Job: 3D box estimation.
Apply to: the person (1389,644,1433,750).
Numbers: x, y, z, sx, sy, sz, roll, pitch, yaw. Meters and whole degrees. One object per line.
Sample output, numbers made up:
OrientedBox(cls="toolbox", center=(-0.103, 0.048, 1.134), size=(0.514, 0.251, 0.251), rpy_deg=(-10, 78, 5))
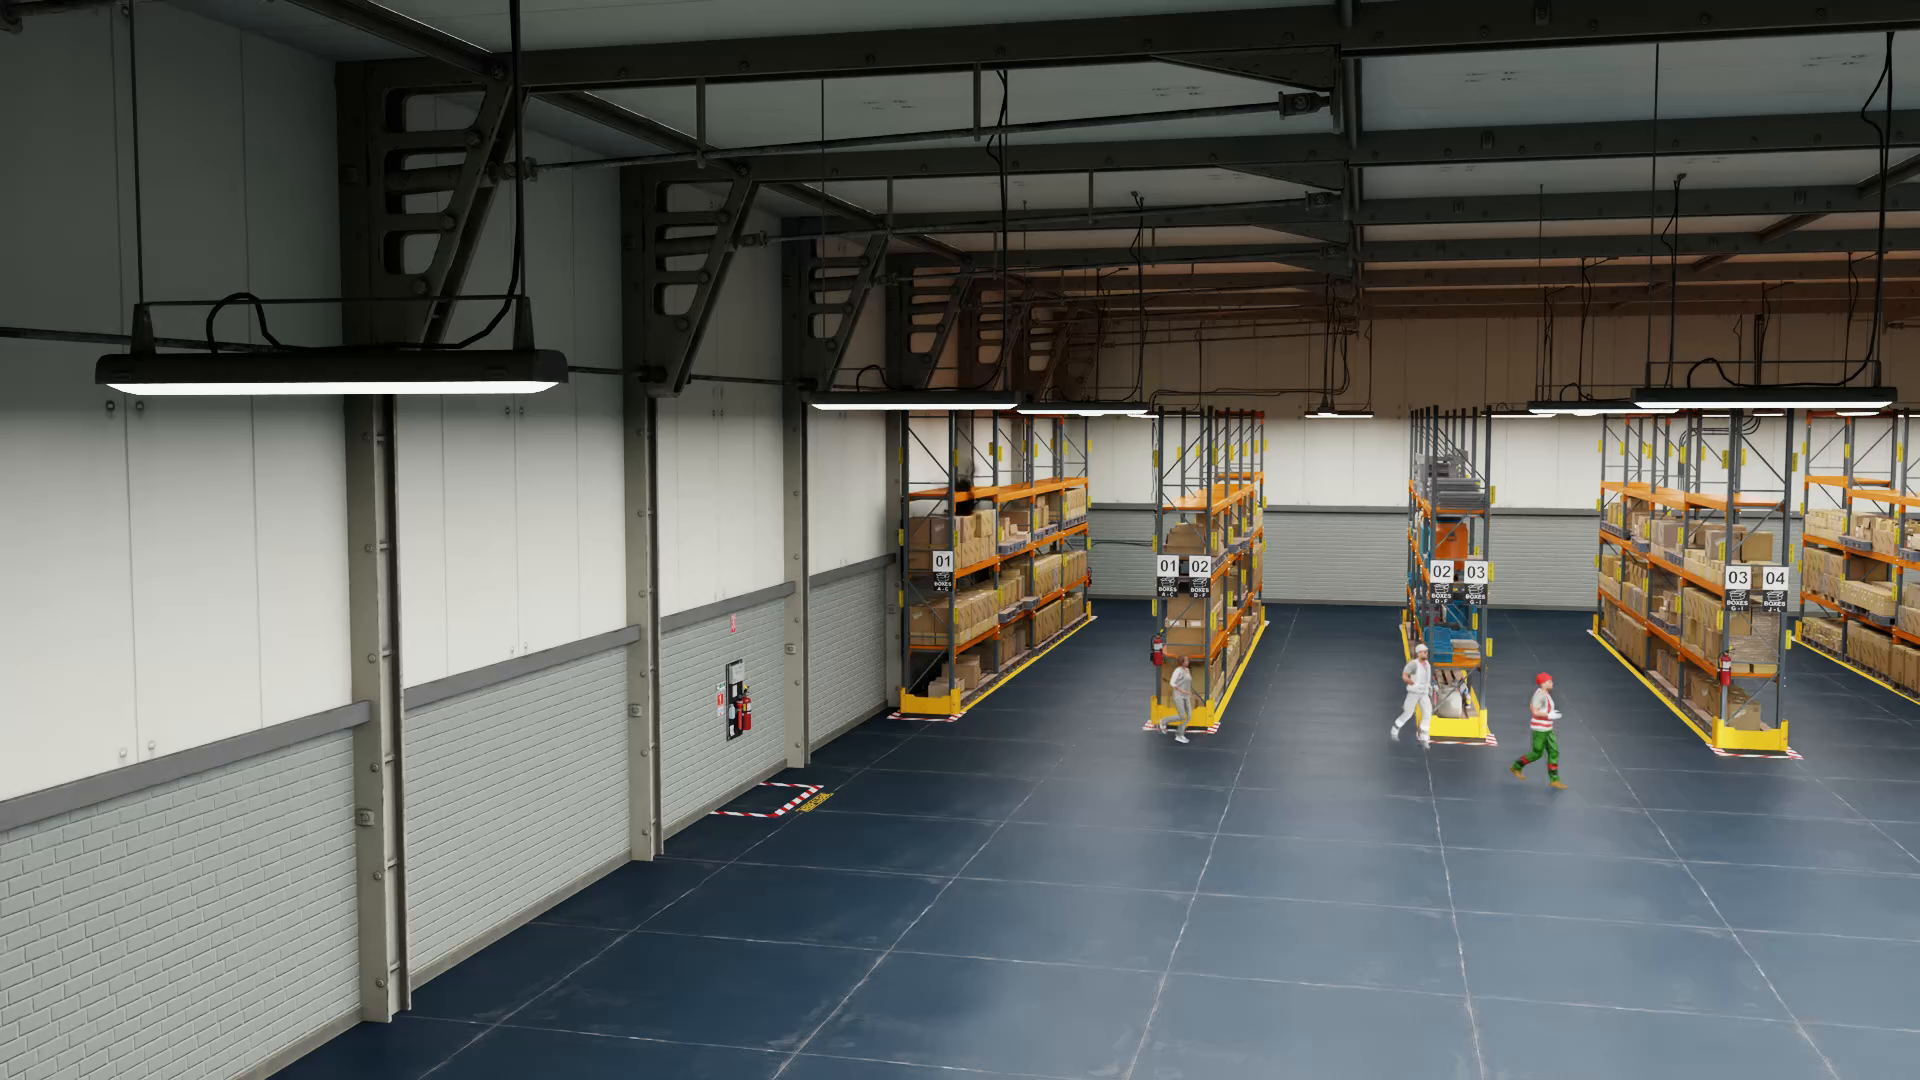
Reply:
OrientedBox(cls="person", center=(8.084, 2.732, 29.274), size=(0.724, 1.792, 0.891), rpy_deg=(-2, 5, -25))

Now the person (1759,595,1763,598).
OrientedBox(cls="person", center=(20.914, 1.746, 44.219), size=(0.909, 1.647, 0.698), rpy_deg=(-3, 5, -34))

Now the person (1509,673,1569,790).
OrientedBox(cls="person", center=(9.036, 2.966, 25.923), size=(0.921, 1.798, 0.637), rpy_deg=(3, 5, 35))

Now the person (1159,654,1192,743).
OrientedBox(cls="person", center=(3.917, 2.829, 29.793), size=(0.622, 1.539, 0.542), rpy_deg=(3, 5, 40))
